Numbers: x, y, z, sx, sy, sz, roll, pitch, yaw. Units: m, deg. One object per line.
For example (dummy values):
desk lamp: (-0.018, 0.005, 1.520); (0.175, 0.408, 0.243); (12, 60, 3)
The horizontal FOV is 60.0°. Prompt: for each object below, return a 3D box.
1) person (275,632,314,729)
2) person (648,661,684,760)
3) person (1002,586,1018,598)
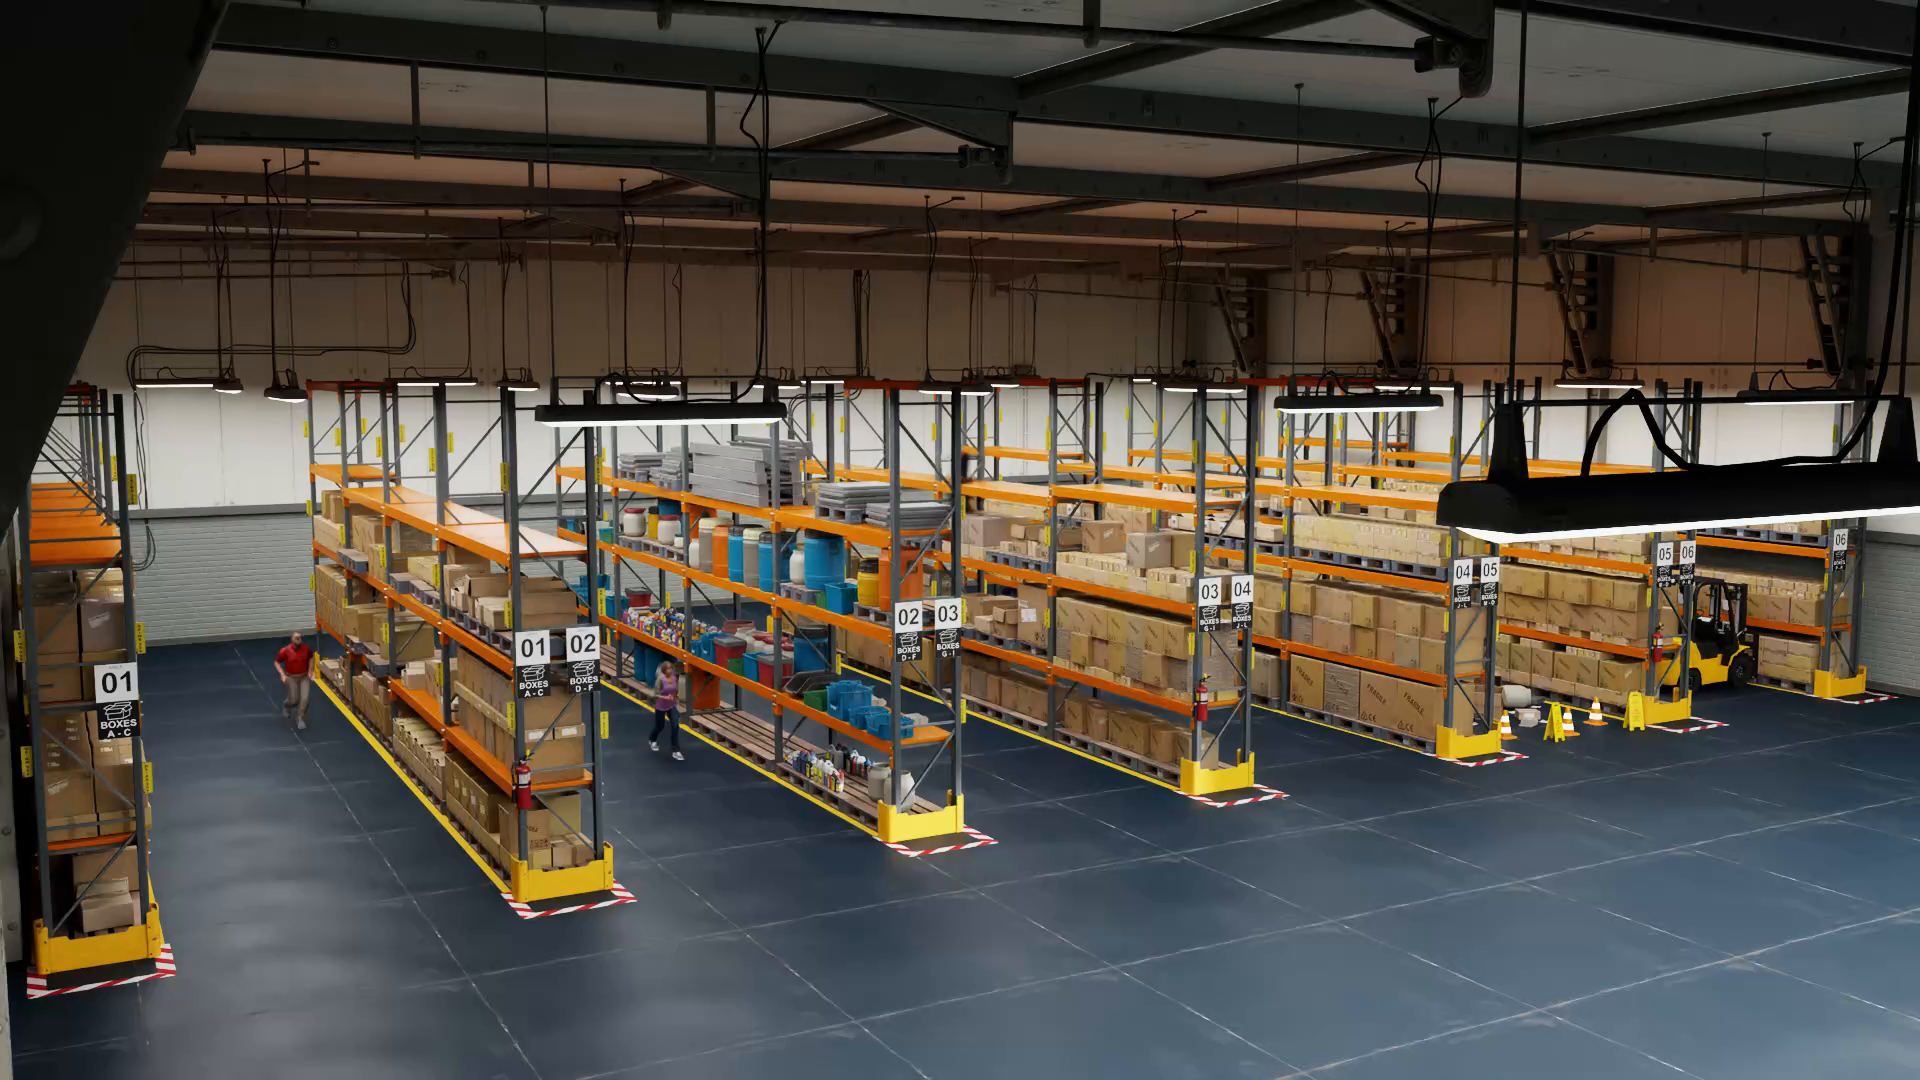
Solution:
person: (-11.611, 2.426, 29.062); (0.677, 1.686, 0.636); (-5, 8, -40)
person: (-4.747, 2.703, 26.664); (0.486, 1.560, 0.923); (-4, 7, -35)
person: (1.349, 1.064, 42.041); (0.853, 1.633, 0.642); (2, 6, 18)
